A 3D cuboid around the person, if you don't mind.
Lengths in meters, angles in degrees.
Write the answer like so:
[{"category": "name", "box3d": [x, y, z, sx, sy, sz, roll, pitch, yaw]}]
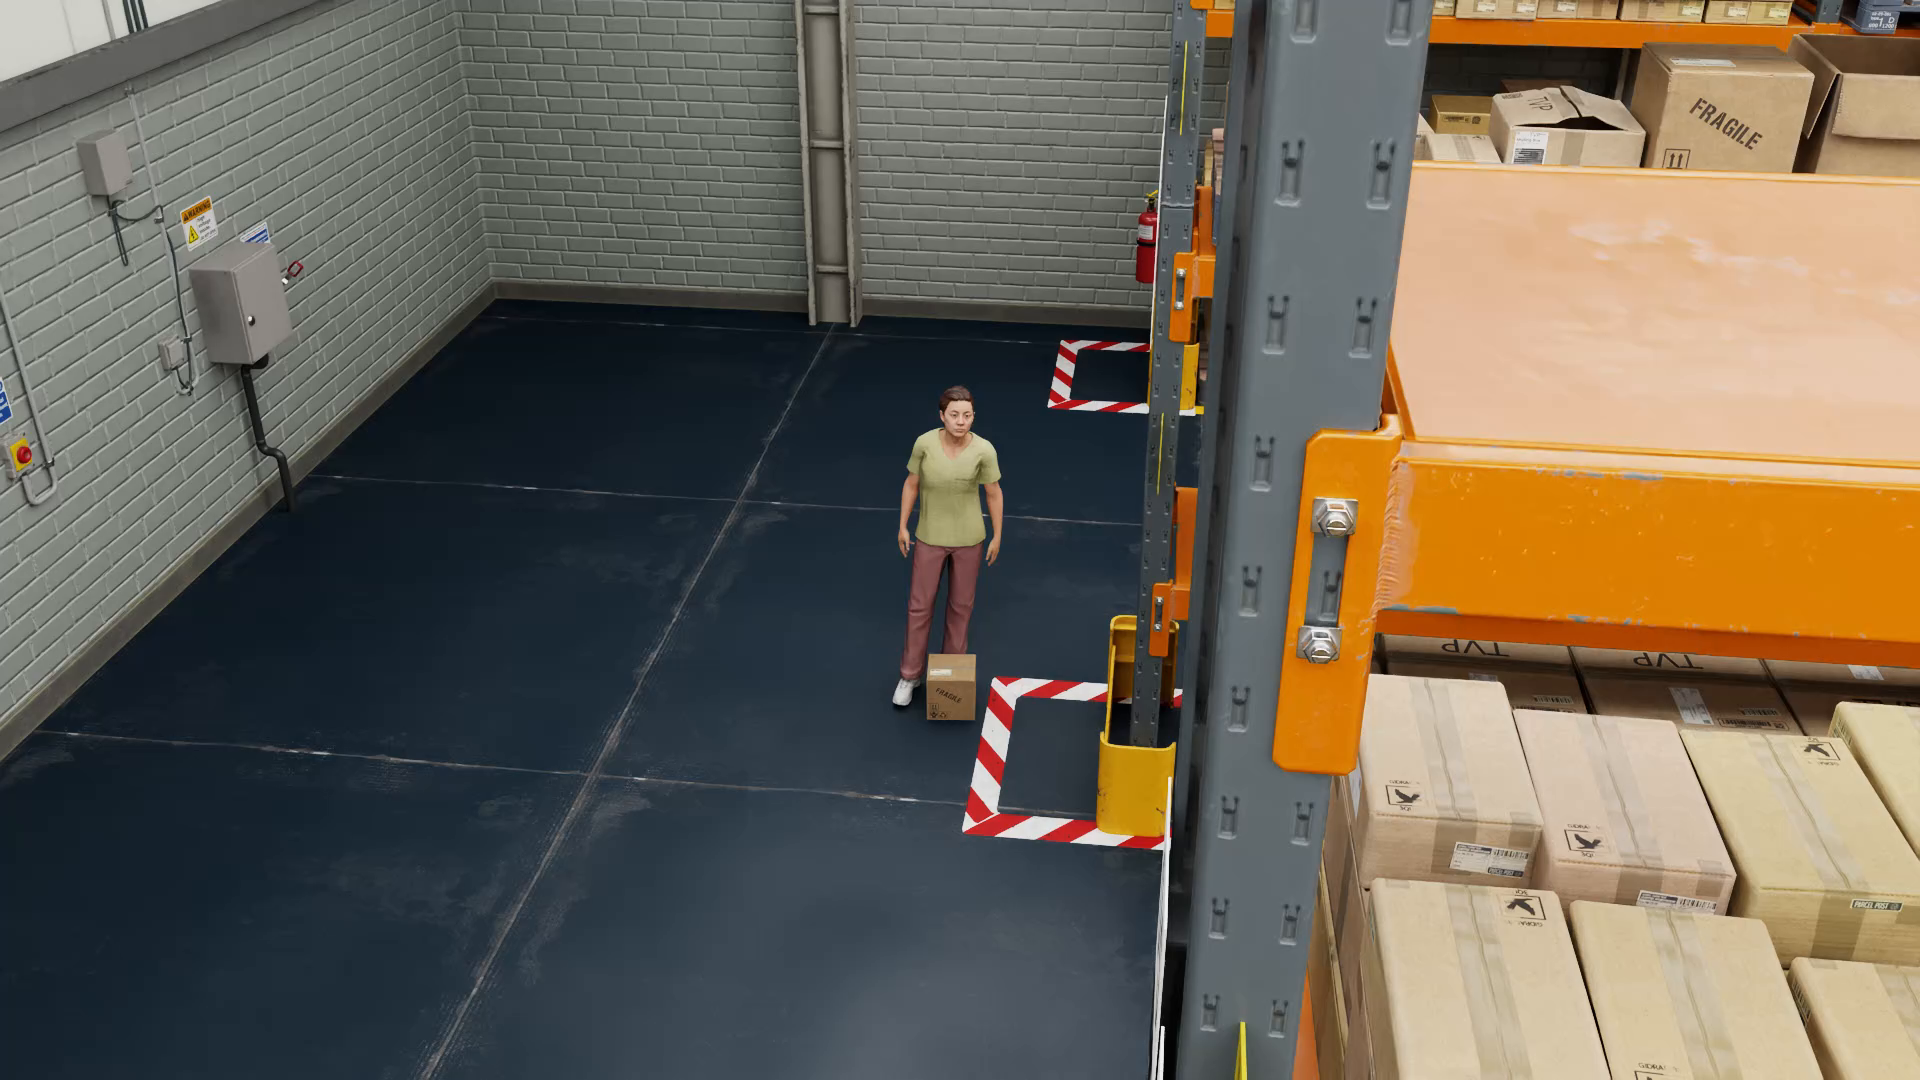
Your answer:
[{"category": "person", "box3d": [-0.064, 0.032, 8.547, 0.552, 1.674, 0.548, 2, 29, 4]}]
